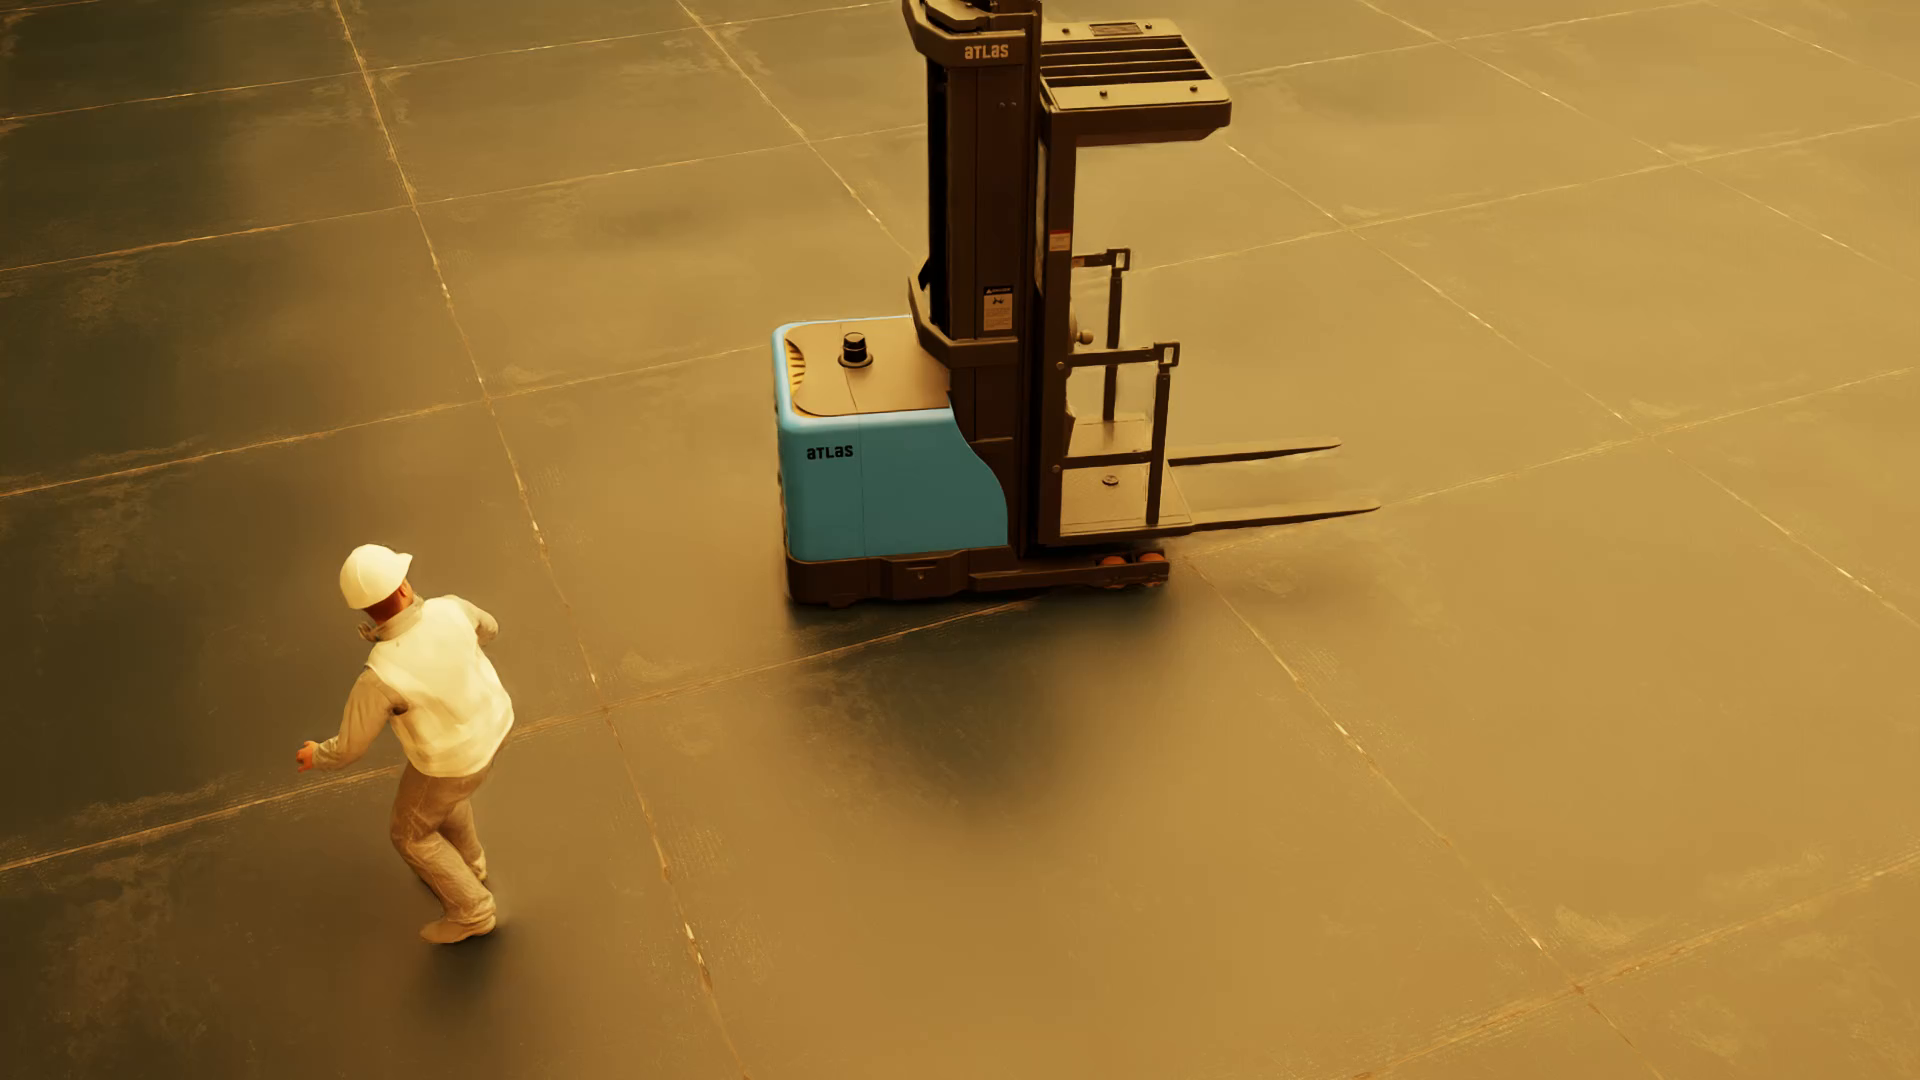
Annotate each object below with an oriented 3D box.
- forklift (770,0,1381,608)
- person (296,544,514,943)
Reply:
[{"bbox_3d":[0.604,-1.247,7.852,3.031,2.935,1.130,-5,36,-7],"label":"forklift"},{"bbox_3d":[-2.023,0.735,6.161,0.666,1.721,0.765,10,37,13],"label":"person"}]
